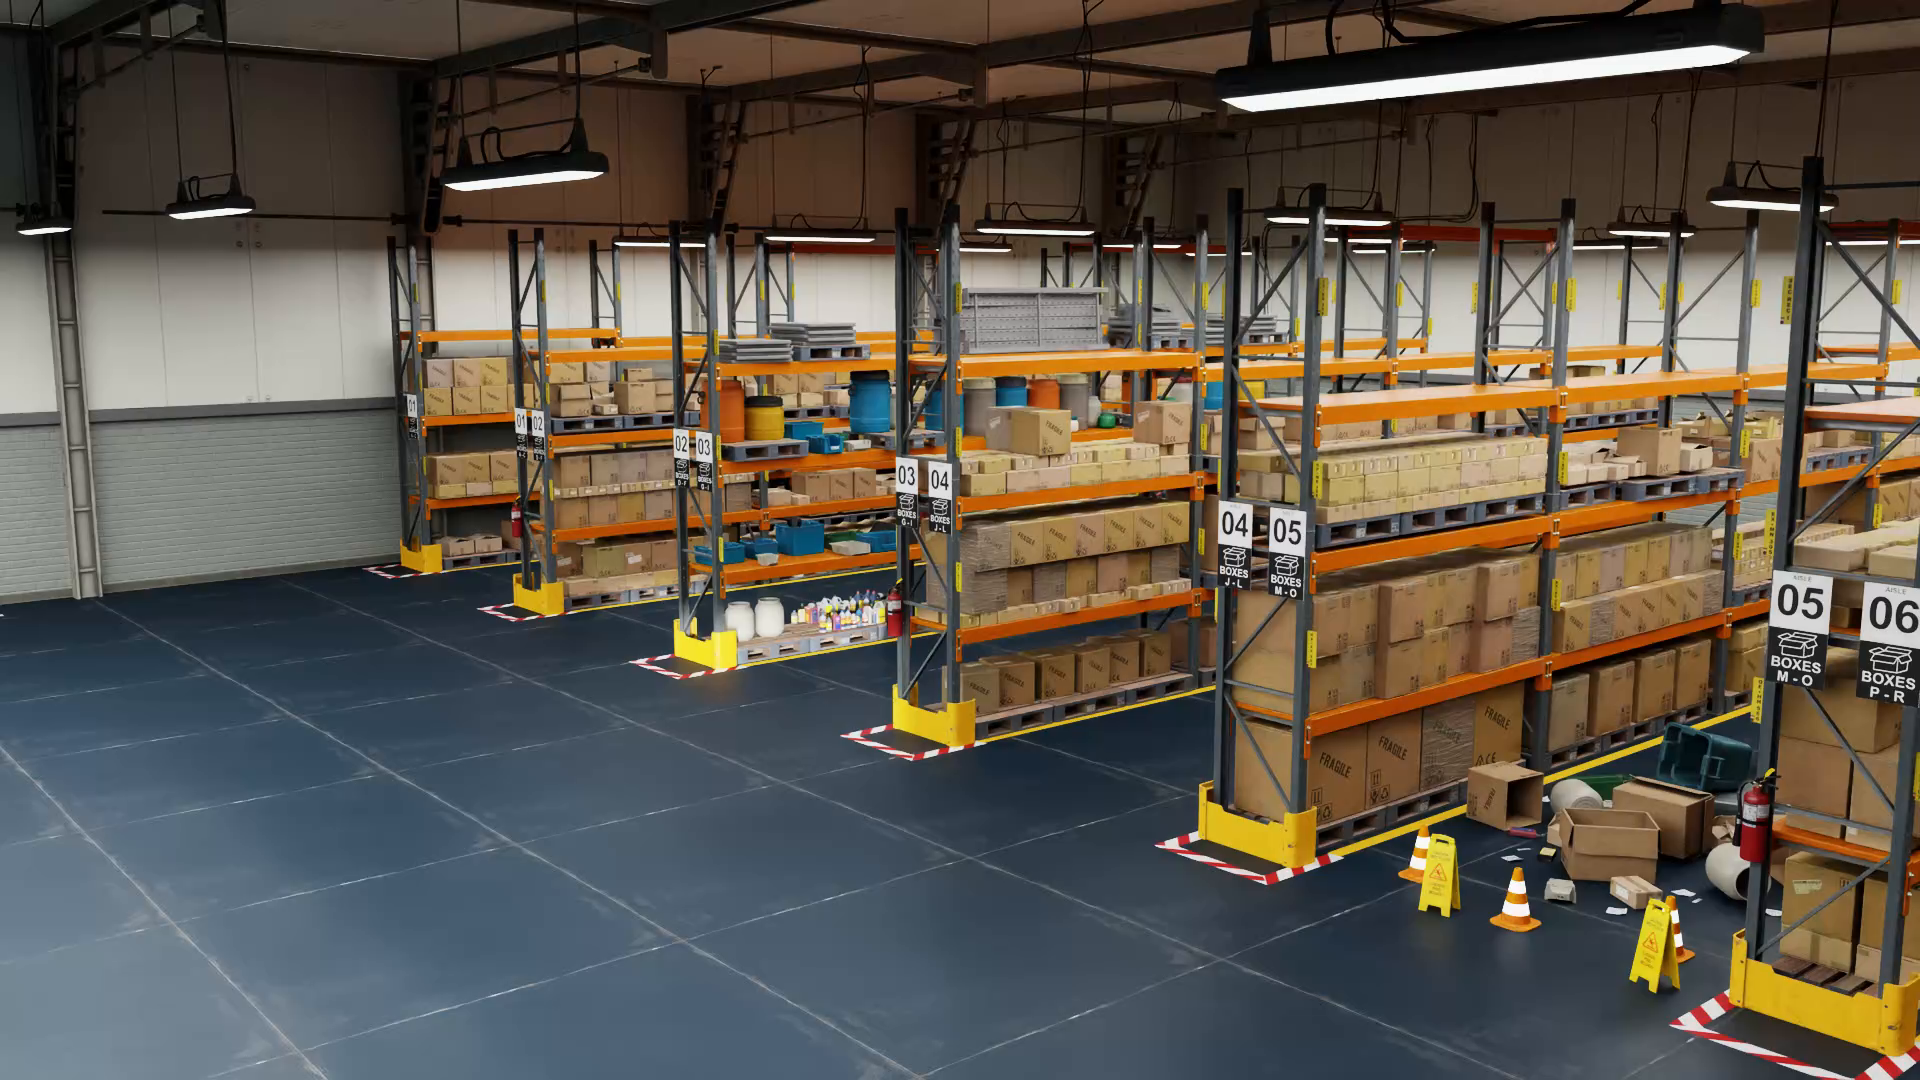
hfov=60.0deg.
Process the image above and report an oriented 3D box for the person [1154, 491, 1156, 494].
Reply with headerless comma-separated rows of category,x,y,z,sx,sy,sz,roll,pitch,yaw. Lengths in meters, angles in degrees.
person,4.606,-1.816,39.637,0.599,1.758,0.655,-7,11,-37
